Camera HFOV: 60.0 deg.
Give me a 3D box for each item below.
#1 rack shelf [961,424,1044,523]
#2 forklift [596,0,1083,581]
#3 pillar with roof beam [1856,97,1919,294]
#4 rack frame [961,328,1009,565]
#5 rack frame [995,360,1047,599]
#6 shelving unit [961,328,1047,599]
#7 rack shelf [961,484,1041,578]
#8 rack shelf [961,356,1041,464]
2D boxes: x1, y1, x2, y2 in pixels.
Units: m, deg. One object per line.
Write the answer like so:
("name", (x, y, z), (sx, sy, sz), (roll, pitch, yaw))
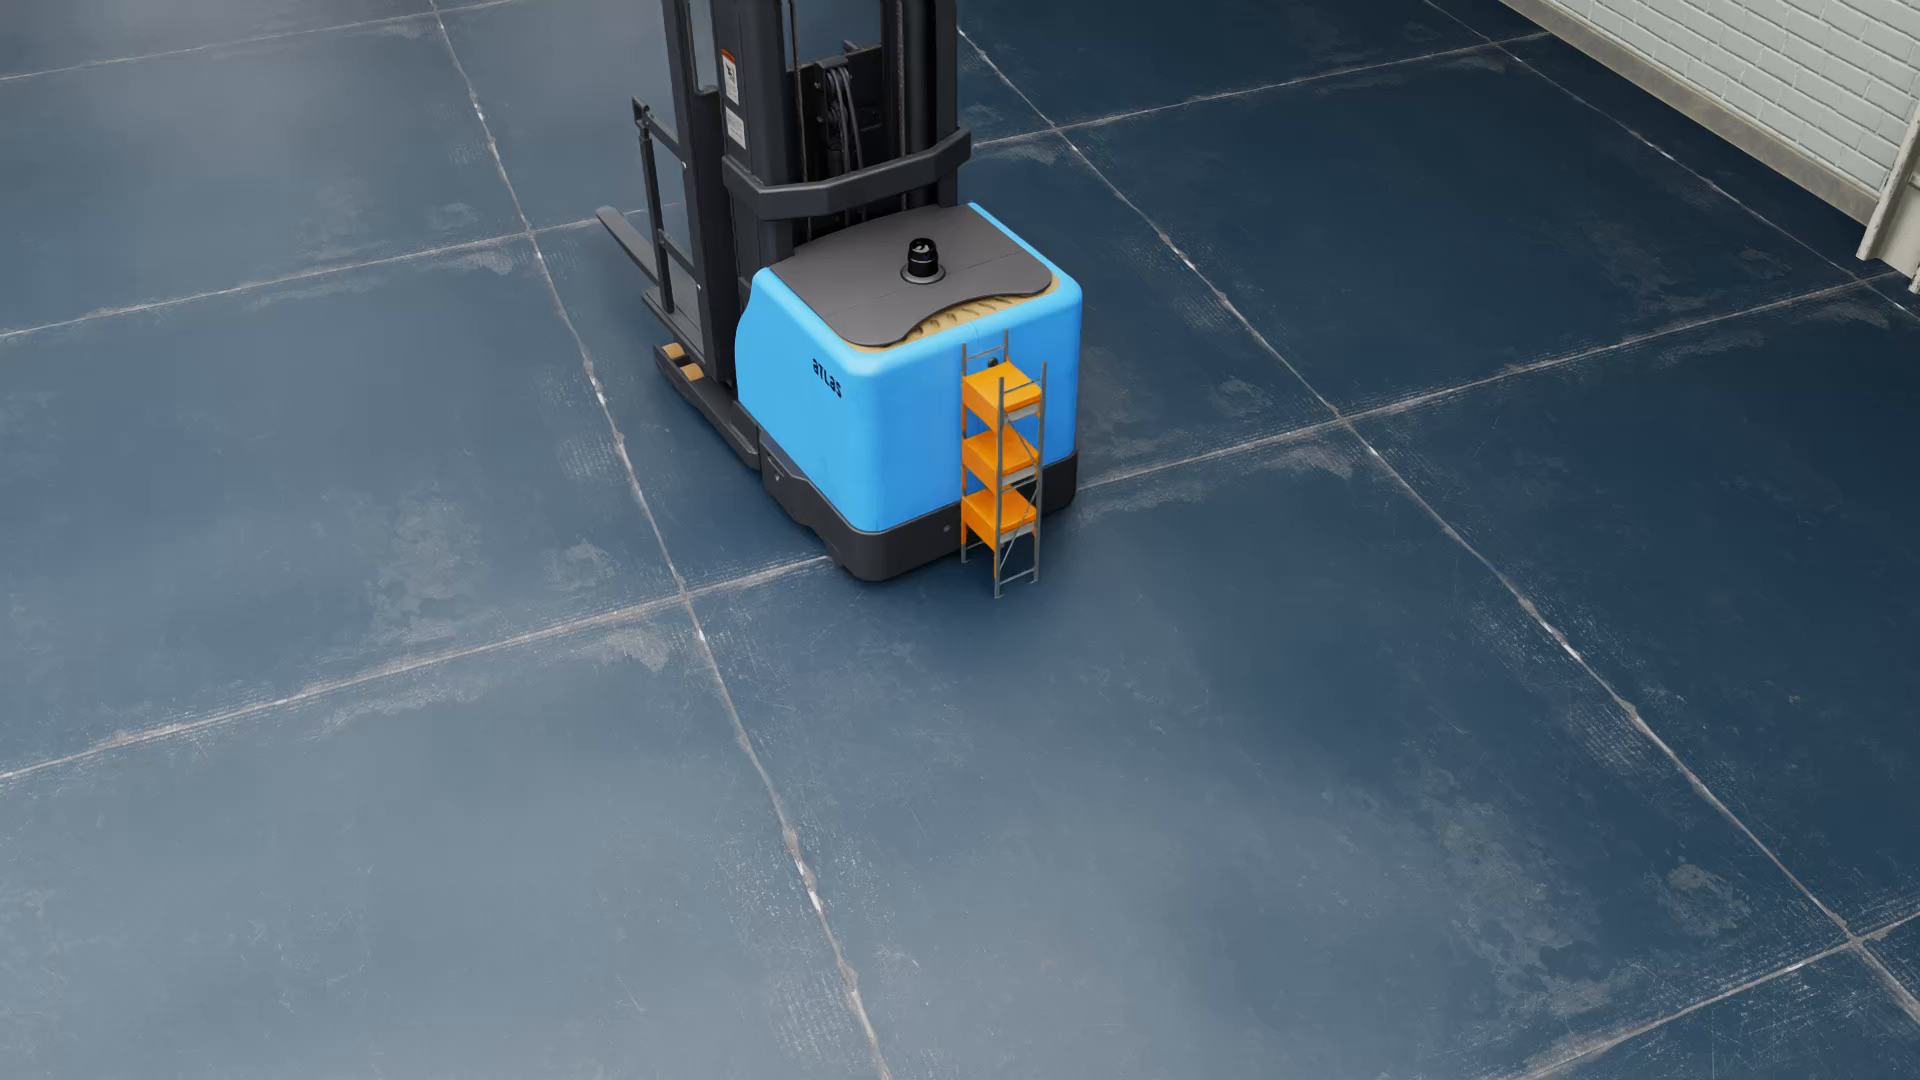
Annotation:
("rack shelf", (0.157, -0.261, 6.265), (0.215, 0.259, 0.240), (-22, 46, -24))
("forklift", (-0.735, -1.886, 6.695), (1.130, 2.935, 3.031), (-22, 46, -24))
("pillar with roof beam", (0.777, -3.701, 4.152), (9.100, 9.000, 0.400), (-15, 43, -17))
("rack frame", (0.092, -0.337, 6.336), (0.200, 1.050, 0.008), (-22, 46, -24))
("rack frame", (0.222, -0.202, 6.180), (0.200, 1.050, 0.008), (-22, 46, -24))
("shelving unit", (0.157, -0.269, 6.258), (0.215, 1.050, 0.252), (-22, 46, -24))
("rack shelf", (0.157, -0.051, 6.446), (0.215, 0.259, 0.240), (-22, 46, -24))
("rack shelf", (0.157, -0.477, 6.080), (0.215, 0.259, 0.240), (-22, 46, -24))
